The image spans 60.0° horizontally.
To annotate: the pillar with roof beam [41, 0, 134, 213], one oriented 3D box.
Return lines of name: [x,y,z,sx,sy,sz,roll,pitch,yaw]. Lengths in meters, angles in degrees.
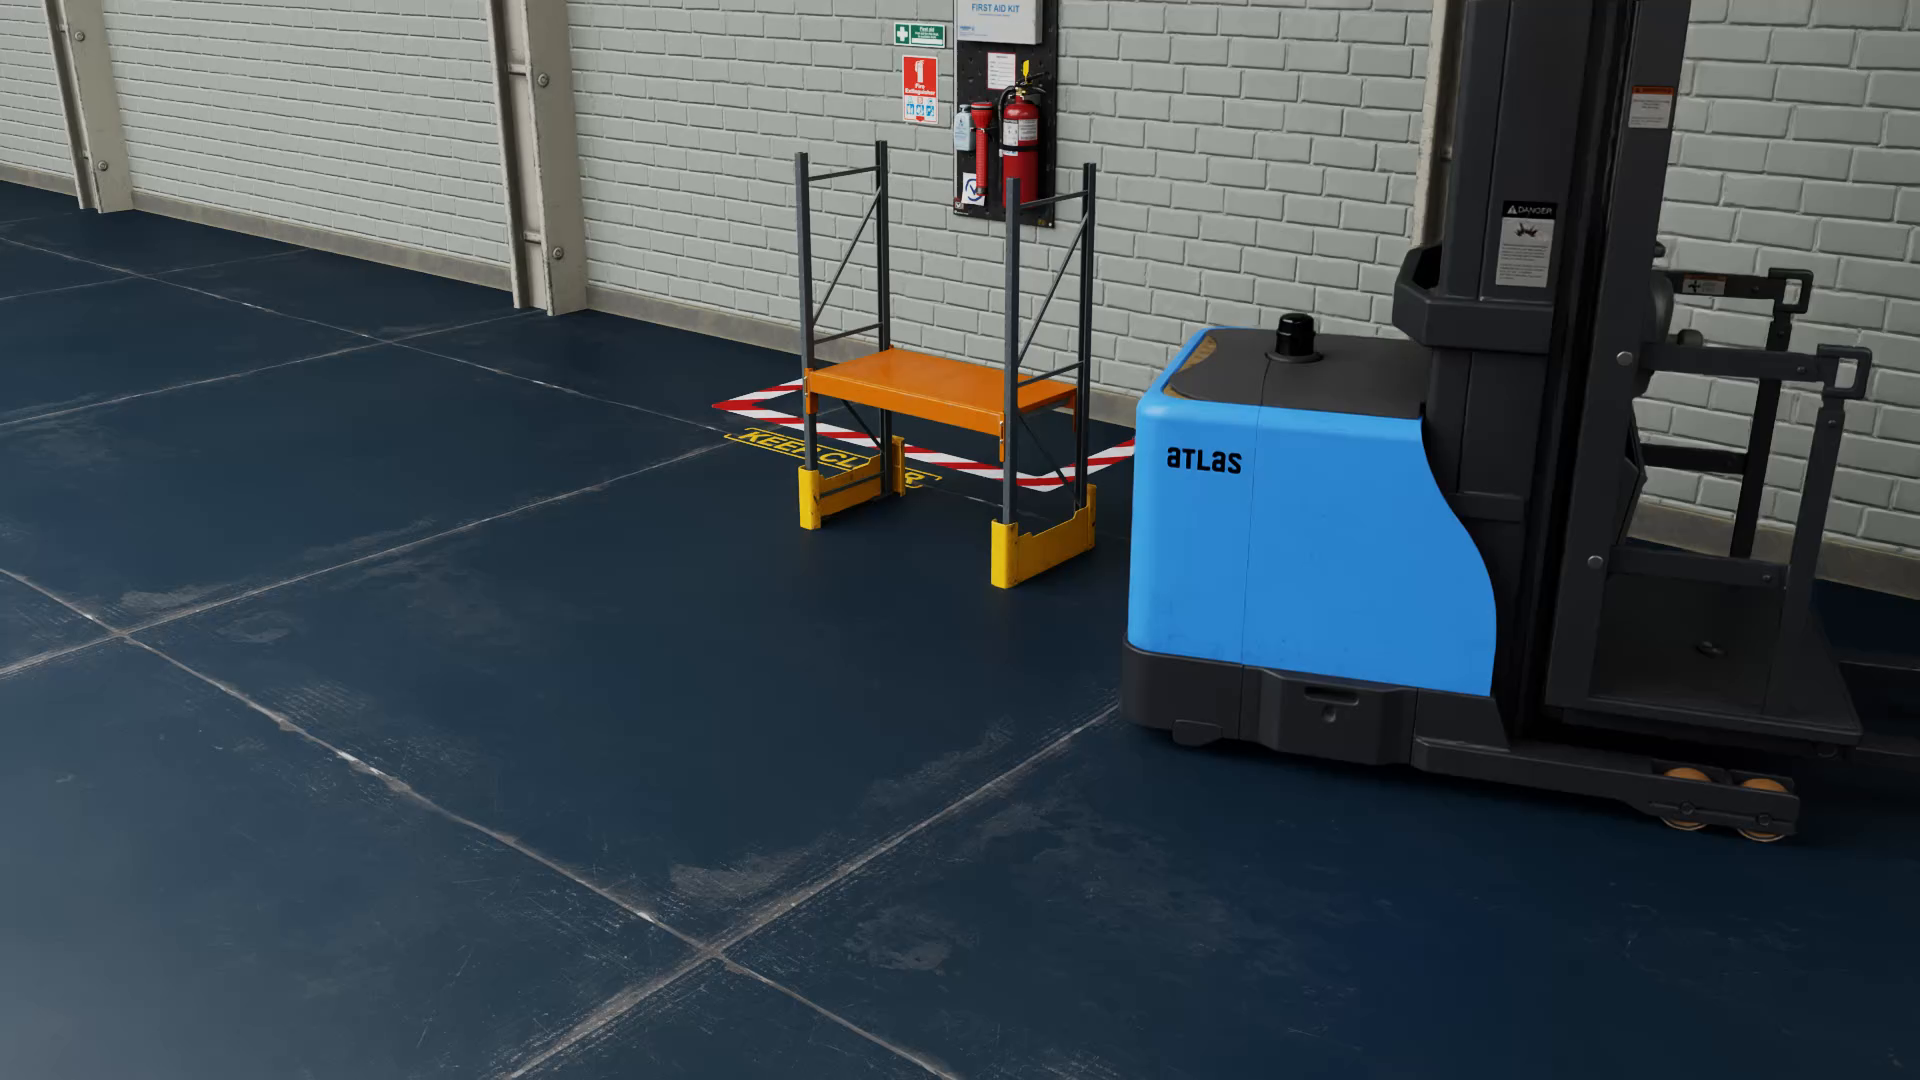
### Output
pillar with roof beam: [-9.968,-5.856,9.443,0.400,9.000,9.100,16,26,36]

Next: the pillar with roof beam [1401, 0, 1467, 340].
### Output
pillar with roof beam: [-0.671,-3.179,2.344,0.400,9.000,9.100,16,26,36]

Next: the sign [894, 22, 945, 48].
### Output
sign: [-0.205,-2.523,8.306,0.331,0.109,0.001,16,26,36]

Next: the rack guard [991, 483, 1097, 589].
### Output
rack guard: [0.327,-0.023,6.375,0.087,0.250,0.587,16,26,36]

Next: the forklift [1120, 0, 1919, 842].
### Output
forklift: [2.064,-0.765,4.542,3.031,2.935,1.130,7,22,17]

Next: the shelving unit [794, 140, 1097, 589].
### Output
shelving unit: [-0.059,-0.719,6.449,1.083,1.500,0.587,16,26,36]

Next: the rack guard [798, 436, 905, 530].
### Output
rack guard: [-0.445,-0.245,6.964,0.087,0.250,0.587,16,26,36]

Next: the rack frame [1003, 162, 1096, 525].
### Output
rack frame: [0.328,-0.607,6.153,0.032,1.500,0.500,16,26,36]

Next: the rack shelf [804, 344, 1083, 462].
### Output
rack shelf: [-0.066,-0.552,6.517,1.000,0.185,0.538,16,26,36]

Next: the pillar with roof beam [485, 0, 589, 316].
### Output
pillar with roof beam: [-5.319,-4.517,5.894,0.400,9.000,9.100,16,26,36]

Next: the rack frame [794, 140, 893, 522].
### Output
rack frame: [-0.460,-0.834,6.755,0.032,1.500,0.500,16,26,36]

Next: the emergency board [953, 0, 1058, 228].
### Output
emergency board: [0.161,-2.110,8.013,0.643,1.169,0.194,16,26,36]

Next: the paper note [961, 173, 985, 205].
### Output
paper note: [0.067,-1.756,8.323,0.142,0.148,0.016,16,26,36]

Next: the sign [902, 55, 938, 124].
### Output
sign: [-0.203,-2.278,8.408,0.234,0.329,0.001,16,26,36]
